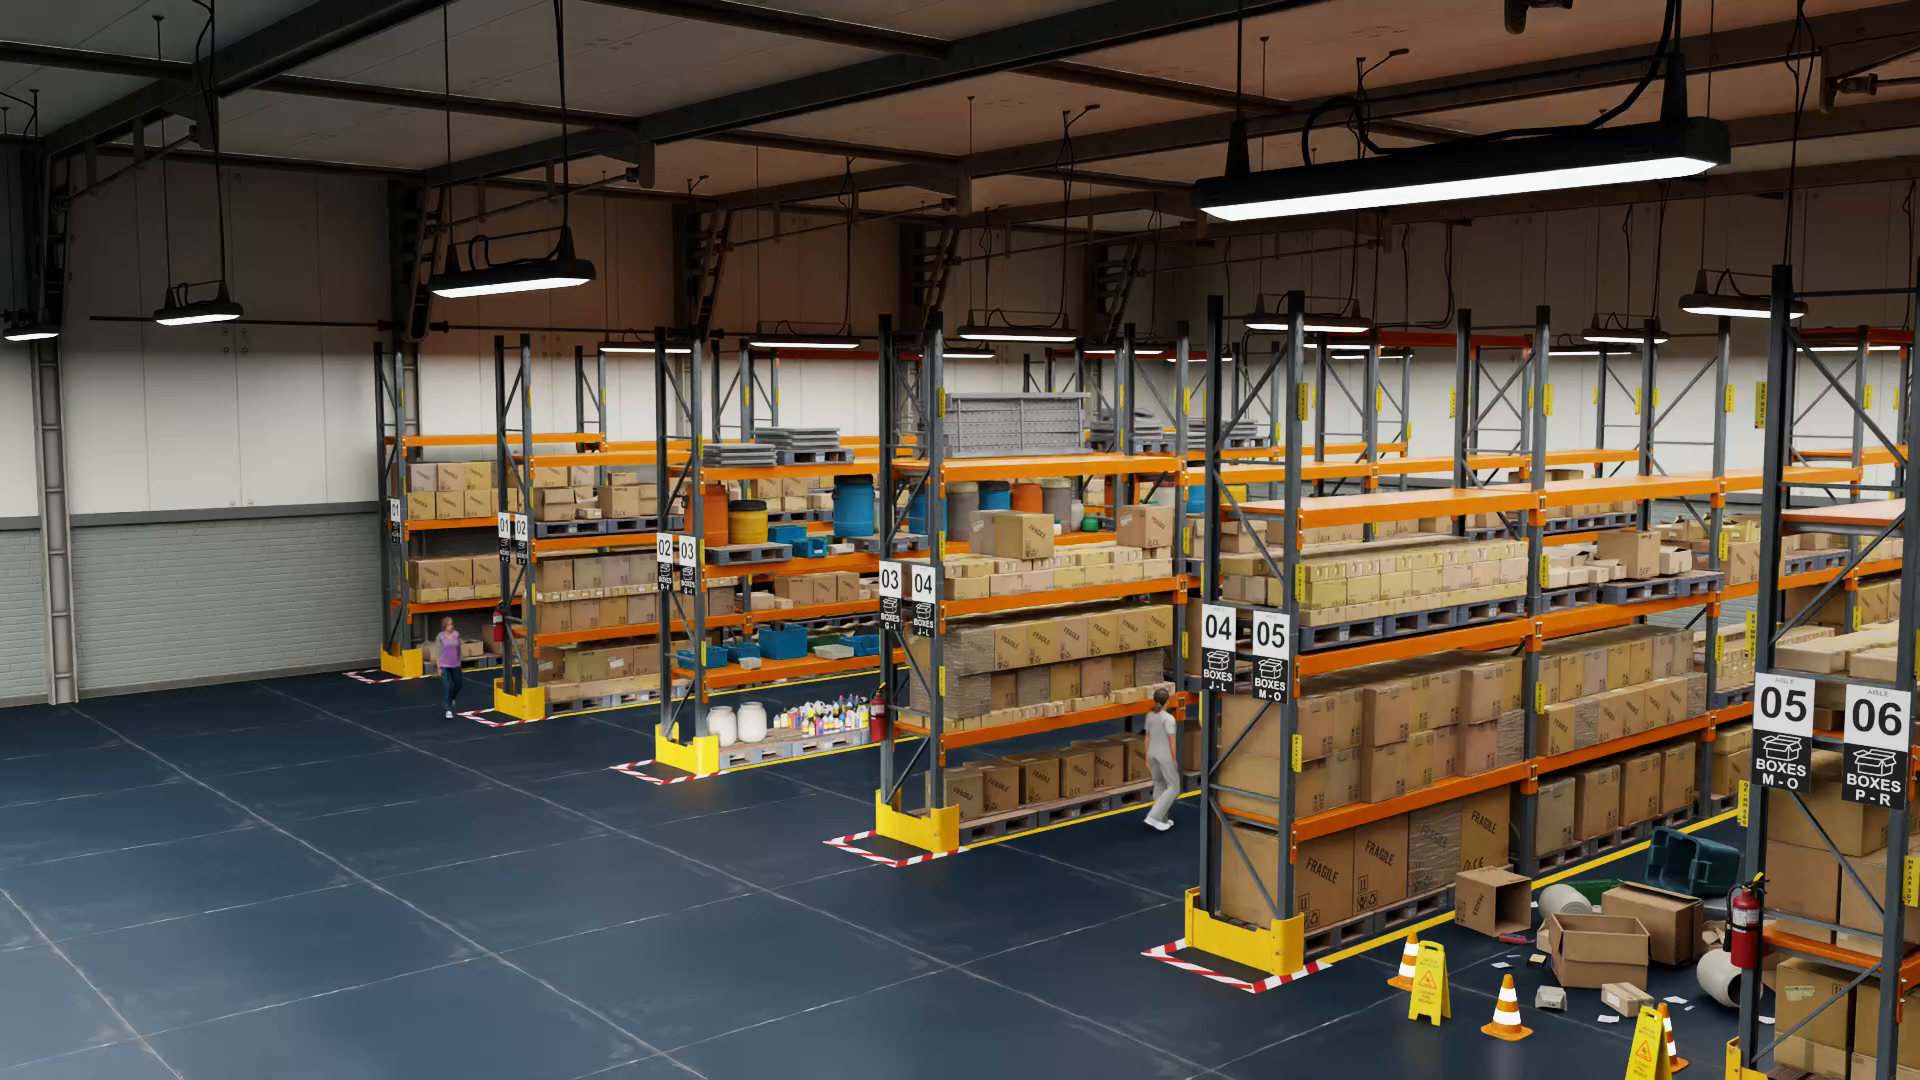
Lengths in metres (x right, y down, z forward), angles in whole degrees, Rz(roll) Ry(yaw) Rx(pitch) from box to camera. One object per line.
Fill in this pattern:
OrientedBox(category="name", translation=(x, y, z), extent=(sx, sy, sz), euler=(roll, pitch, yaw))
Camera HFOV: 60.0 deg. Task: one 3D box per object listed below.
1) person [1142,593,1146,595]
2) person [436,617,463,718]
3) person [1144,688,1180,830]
OrientedBox(category="person", translation=(4.094, 0.813, 38.858), extent=(1.033, 1.595, 0.511), euler=(-5, 7, -43))
OrientedBox(category="person", translation=(-8.045, 1.982, 26.147), extent=(0.412, 1.581, 0.550), euler=(-3, 6, -28))
OrientedBox(category="person", translation=(2.346, 2.570, 19.462), extent=(0.527, 1.667, 0.492), euler=(-4, 7, -39))
